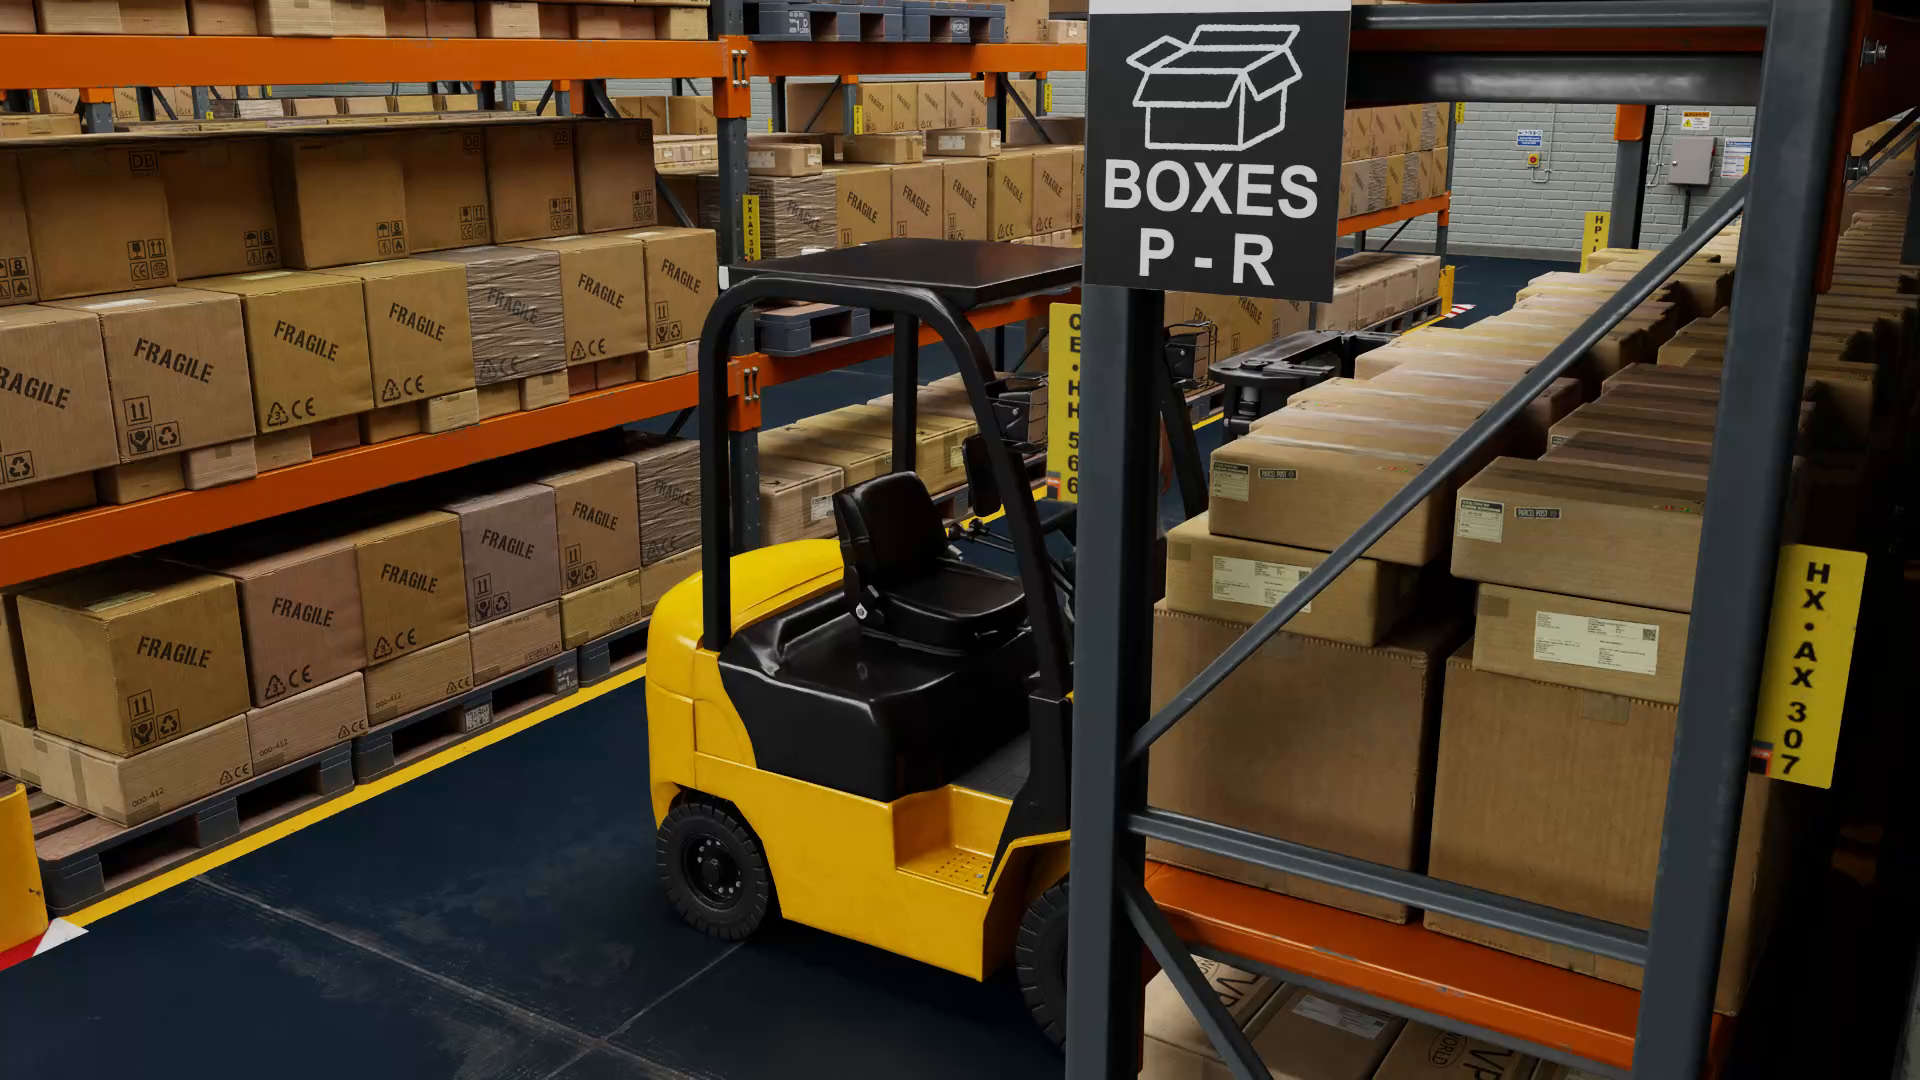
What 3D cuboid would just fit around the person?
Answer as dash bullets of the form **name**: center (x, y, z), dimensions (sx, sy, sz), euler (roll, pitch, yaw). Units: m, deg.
- **person**: center (0.769, -0.334, 7.877), dimensions (0.606, 1.566, 0.501), euler (9, 19, 29)
